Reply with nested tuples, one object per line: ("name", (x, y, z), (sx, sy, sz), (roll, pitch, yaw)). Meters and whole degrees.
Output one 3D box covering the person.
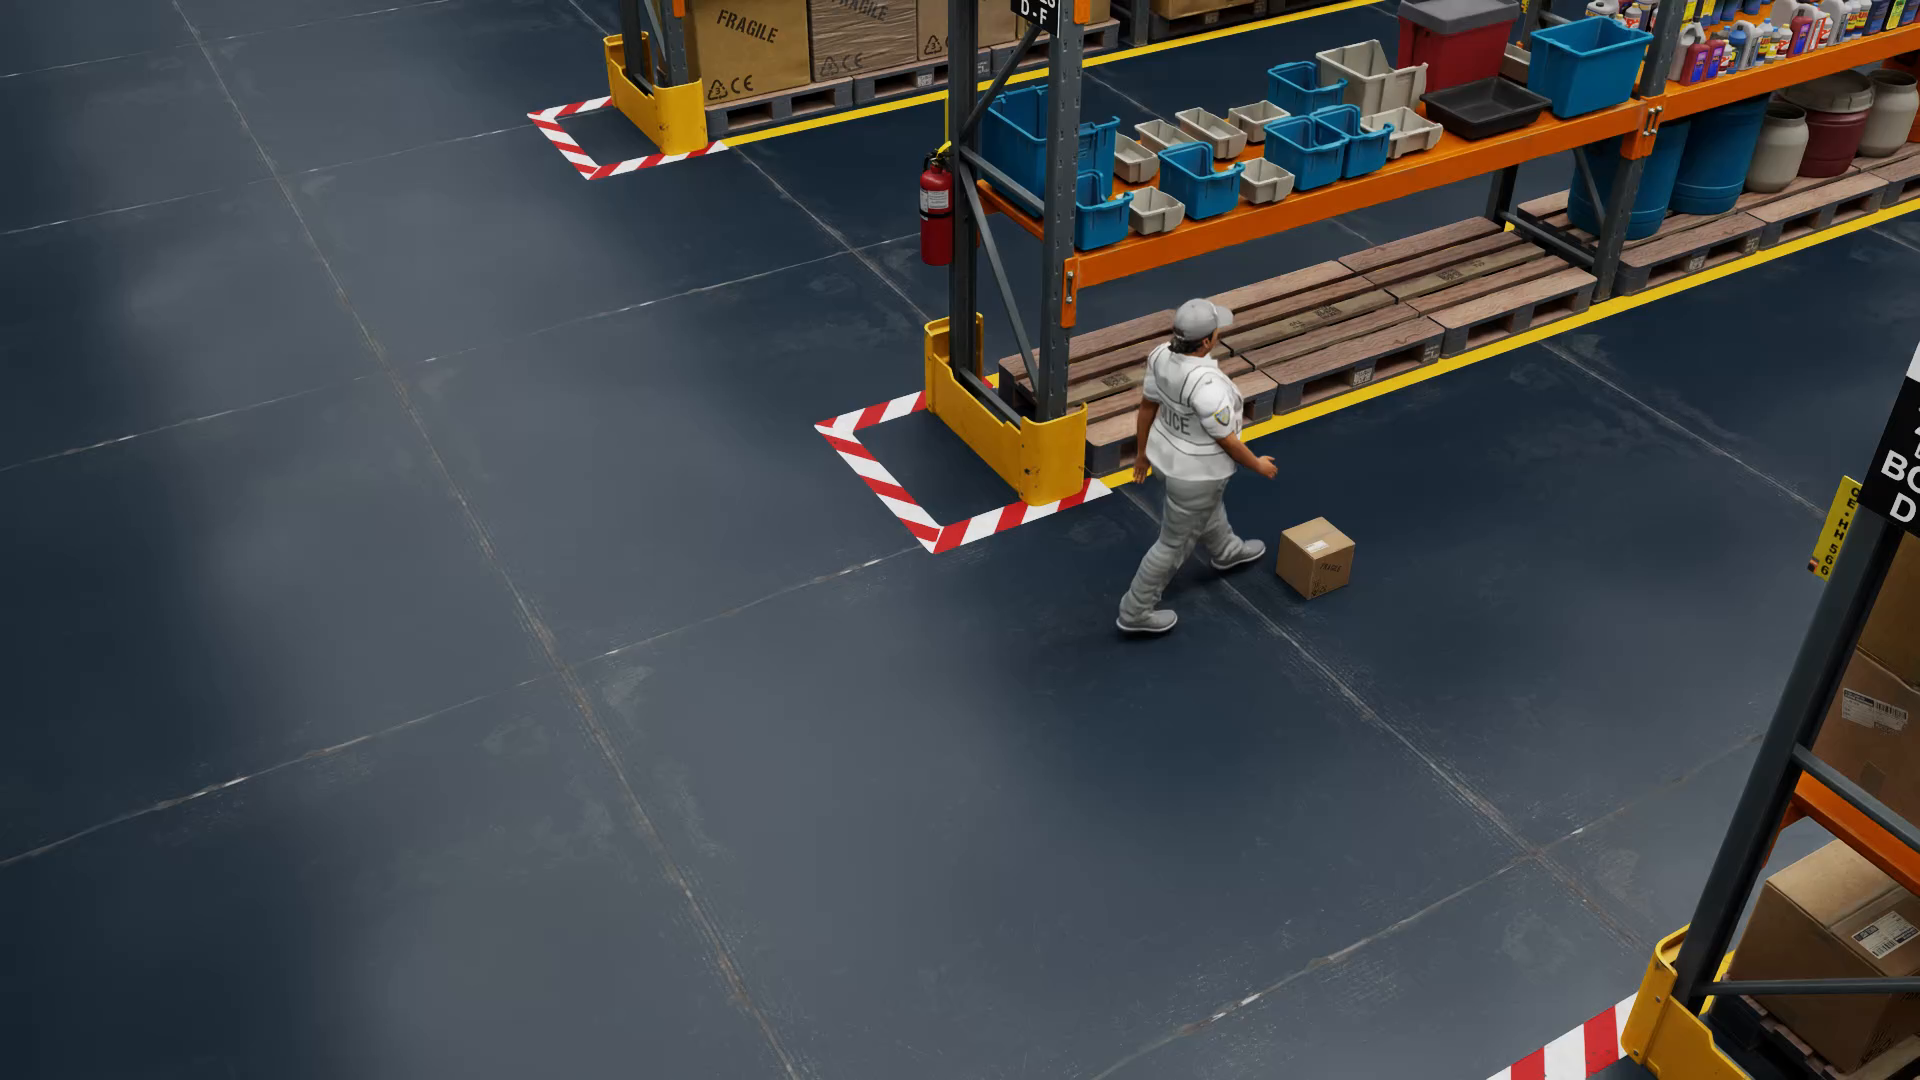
("person", (1.122, -0.368, 7.401), (0.928, 1.610, 0.519), (-12, 39, -16))
